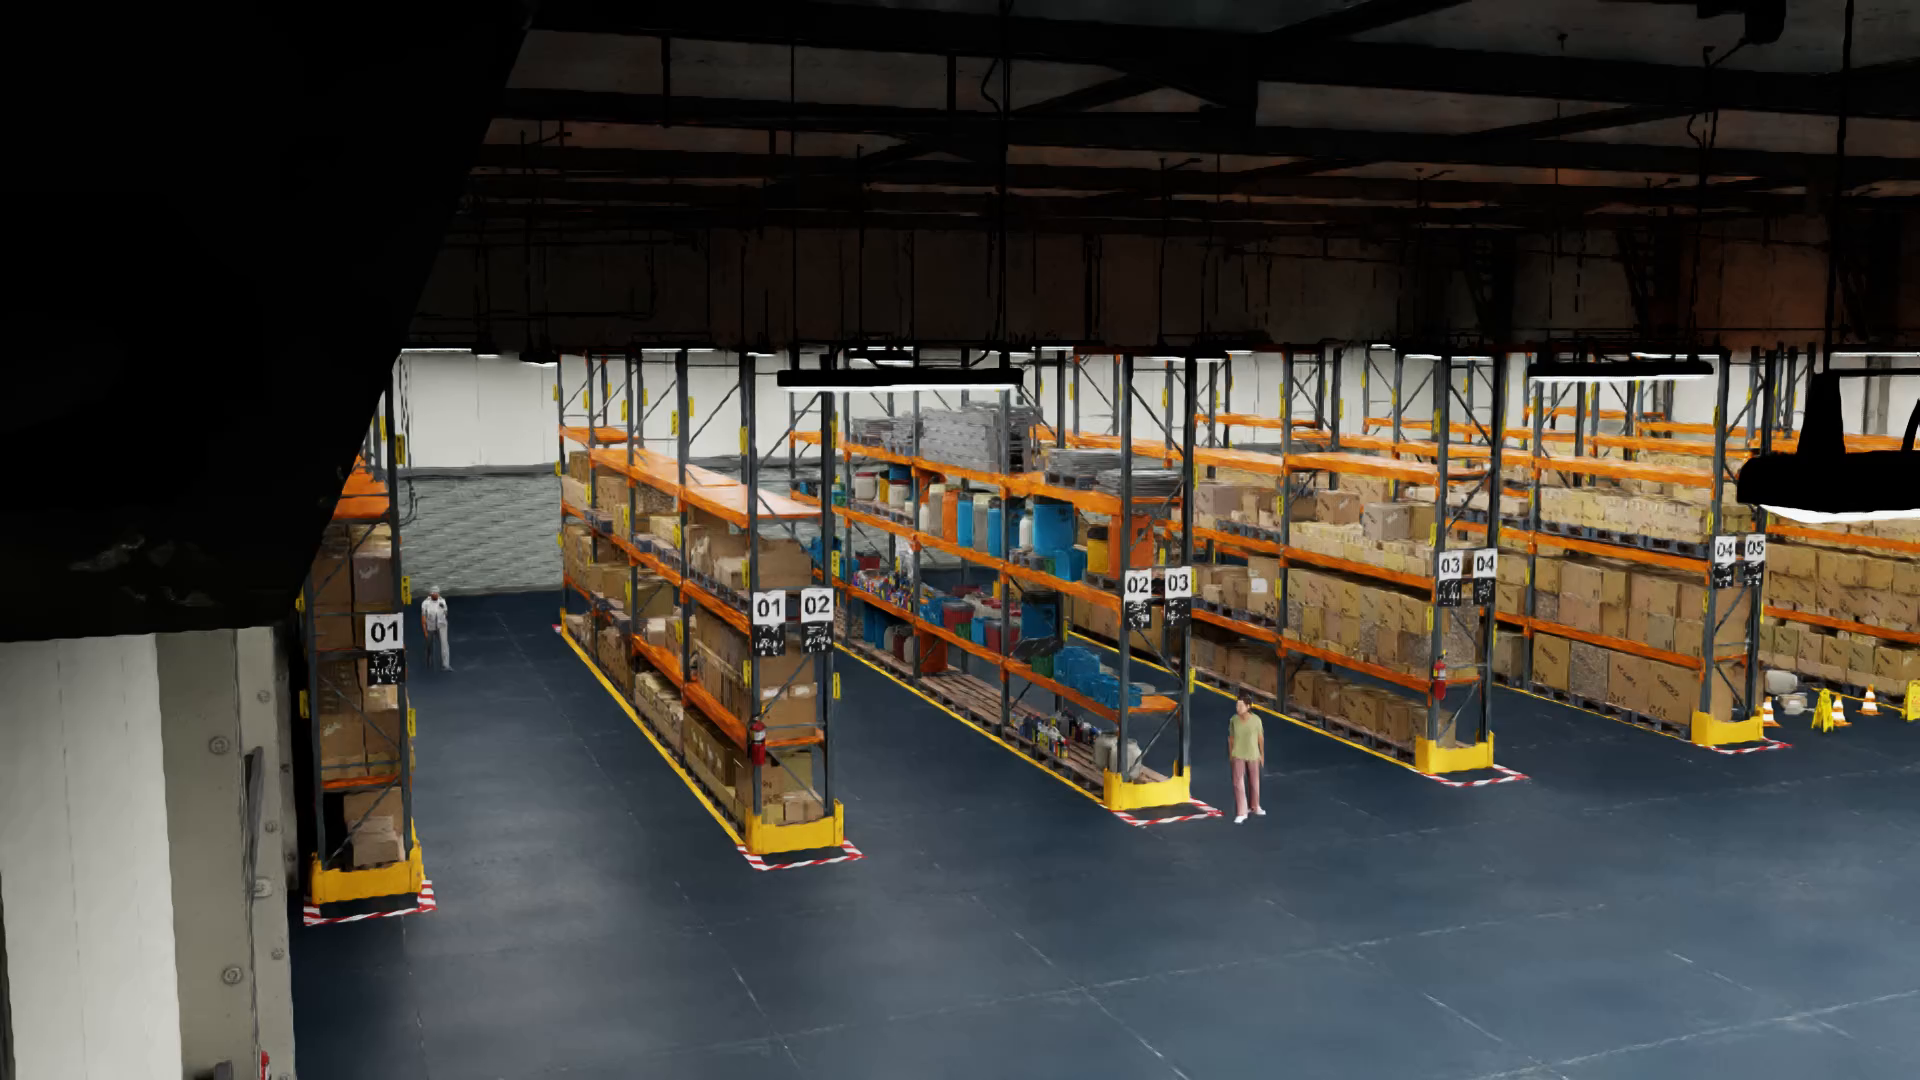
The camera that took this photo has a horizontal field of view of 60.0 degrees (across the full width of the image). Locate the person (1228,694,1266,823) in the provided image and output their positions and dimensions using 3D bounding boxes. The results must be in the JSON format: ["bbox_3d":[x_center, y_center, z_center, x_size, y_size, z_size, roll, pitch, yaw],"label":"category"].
[{"bbox_3d":[3.714,2.792,21.504,0.498,1.661,0.568,2,8,16],"label":"person"}]

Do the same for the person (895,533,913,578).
[{"bbox_3d":[-1.393,0.272,40.845,0.569,1.780,0.595,3,8,26],"label":"person"}]

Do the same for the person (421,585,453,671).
[{"bbox_3d":[-9.748,1.613,30.893,0.497,1.580,1.072,-3,8,-23],"label":"person"}]
